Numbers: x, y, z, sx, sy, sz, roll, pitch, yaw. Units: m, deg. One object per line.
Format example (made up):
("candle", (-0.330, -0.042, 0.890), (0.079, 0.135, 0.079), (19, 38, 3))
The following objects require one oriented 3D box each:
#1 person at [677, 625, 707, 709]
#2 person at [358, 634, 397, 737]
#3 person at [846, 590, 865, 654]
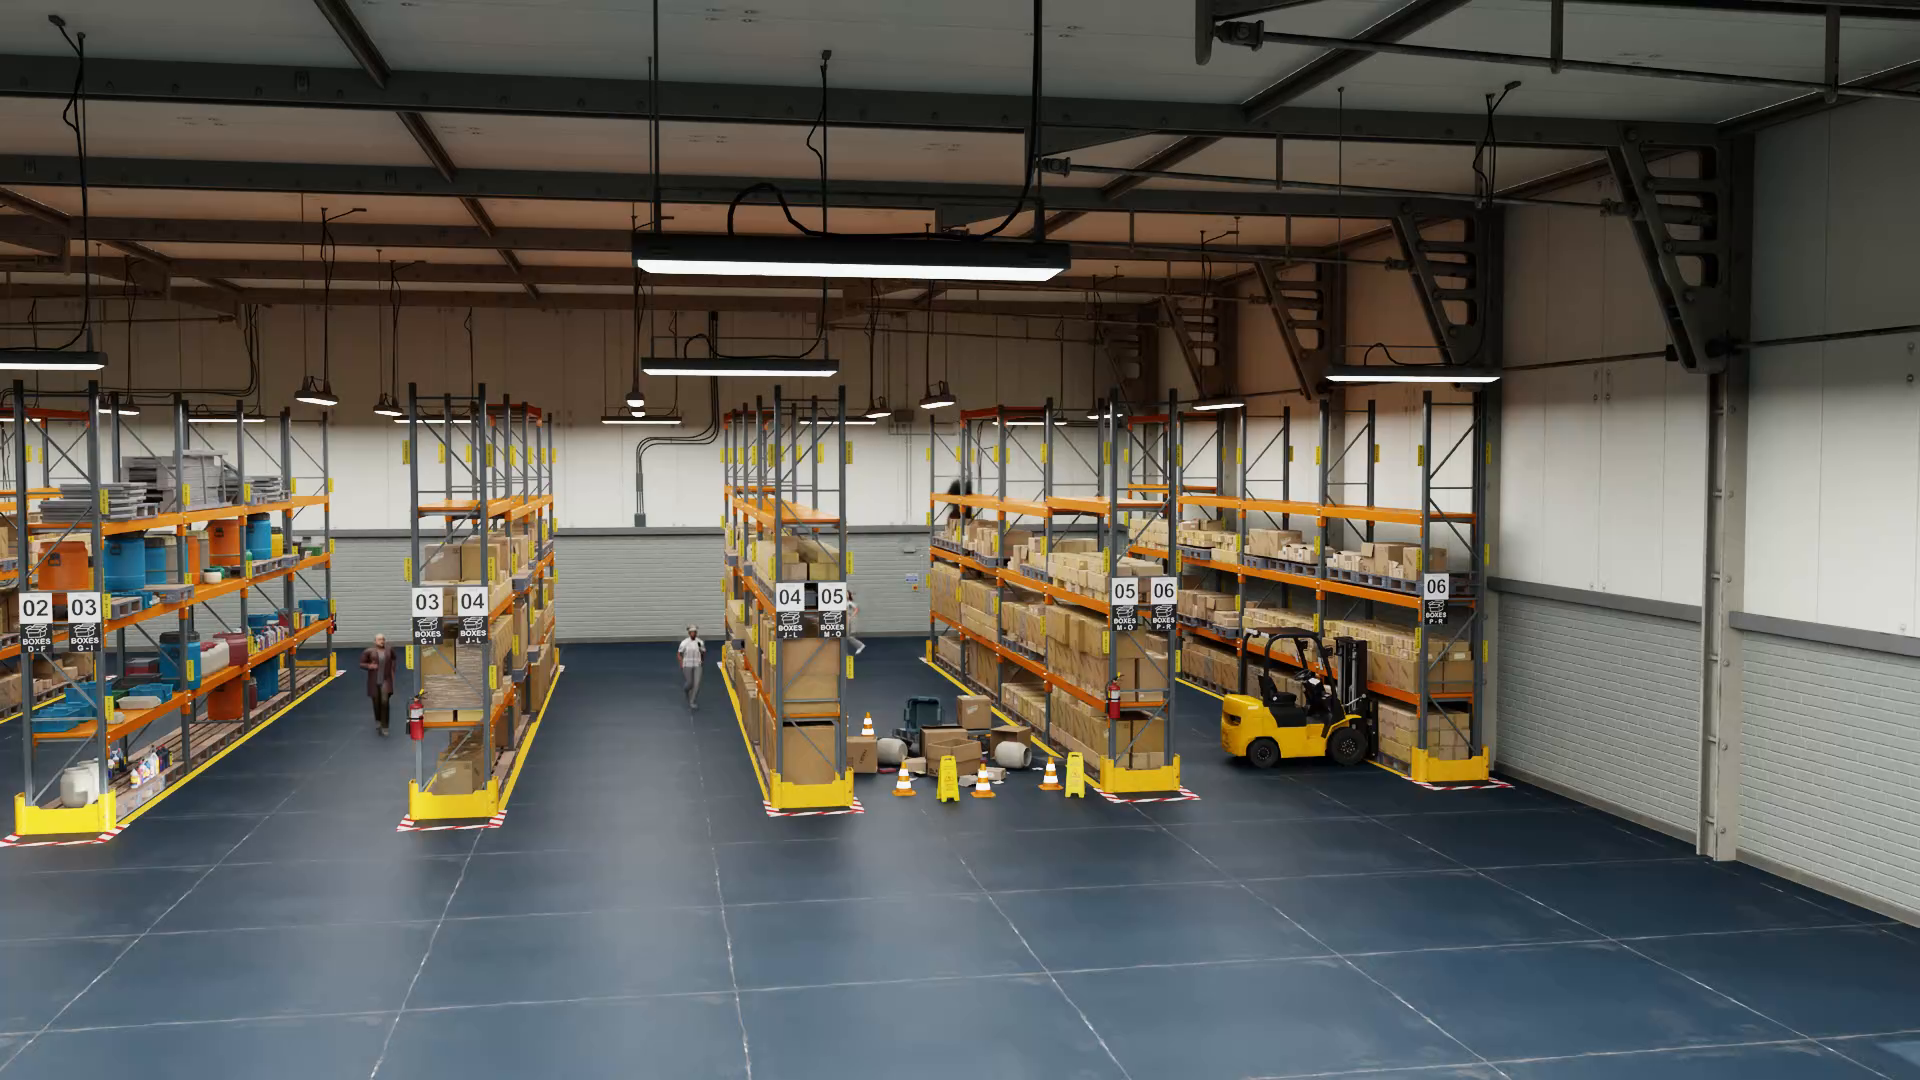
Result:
("person", (-5.316, 2.511, 33.071), (0.581, 1.656, 0.560), (-1, 3, -19))
("person", (-10.488, 2.592, 29.970), (0.679, 1.821, 0.966), (-1, 3, -23))
("person", (-2.784, 2.075, 40.991), (0.955, 1.666, 0.567), (-1, 3, -20))
